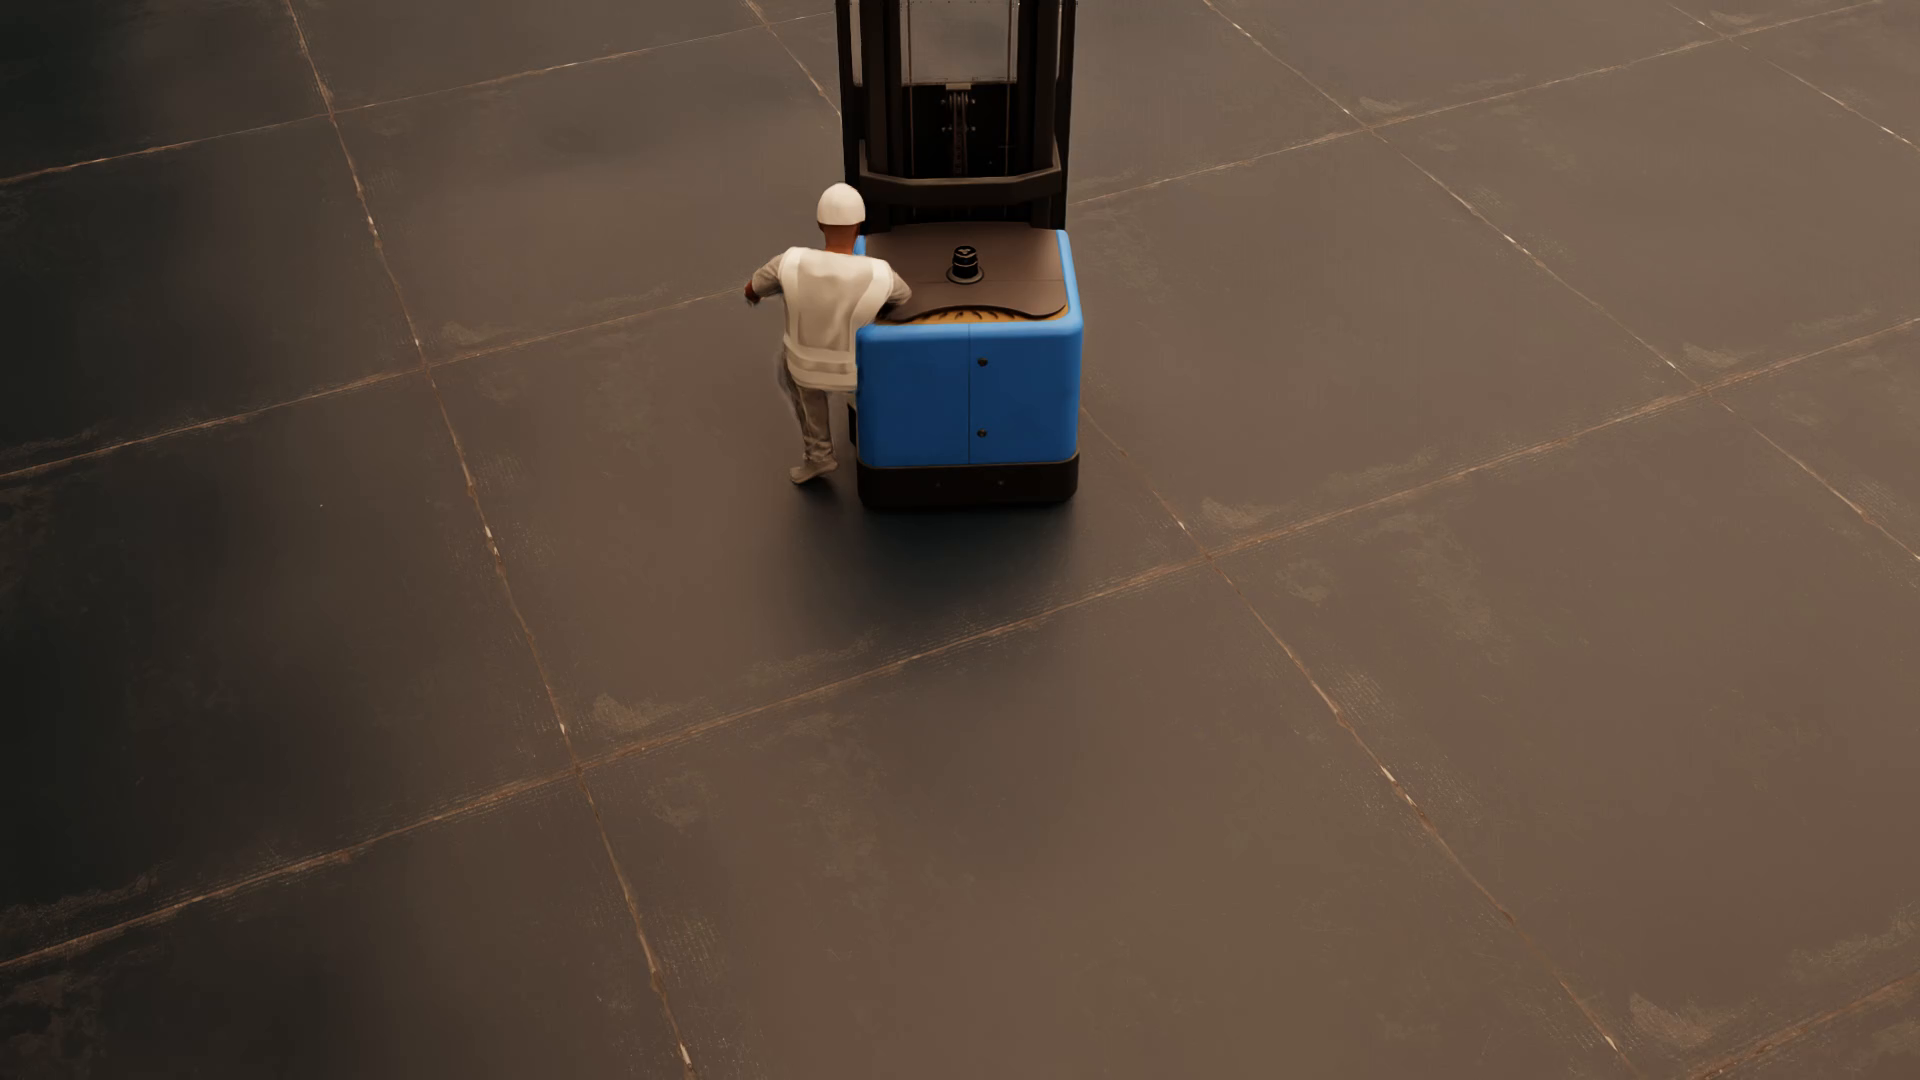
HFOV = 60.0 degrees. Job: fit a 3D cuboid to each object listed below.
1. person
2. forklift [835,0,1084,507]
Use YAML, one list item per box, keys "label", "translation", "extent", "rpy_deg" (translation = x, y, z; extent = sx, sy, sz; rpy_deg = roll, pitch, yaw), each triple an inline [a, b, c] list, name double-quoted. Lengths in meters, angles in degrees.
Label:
- label: "person"
  translation: [-0.546, -0.950, 7.666]
  extent: [0.942, 1.654, 0.660]
  rpy_deg: [6, 43, 7]
- label: "forklift"
  translation: [-0.032, -2.220, 8.059]
  extent: [1.130, 2.935, 3.031]
  rpy_deg: [-2, 43, -2]
